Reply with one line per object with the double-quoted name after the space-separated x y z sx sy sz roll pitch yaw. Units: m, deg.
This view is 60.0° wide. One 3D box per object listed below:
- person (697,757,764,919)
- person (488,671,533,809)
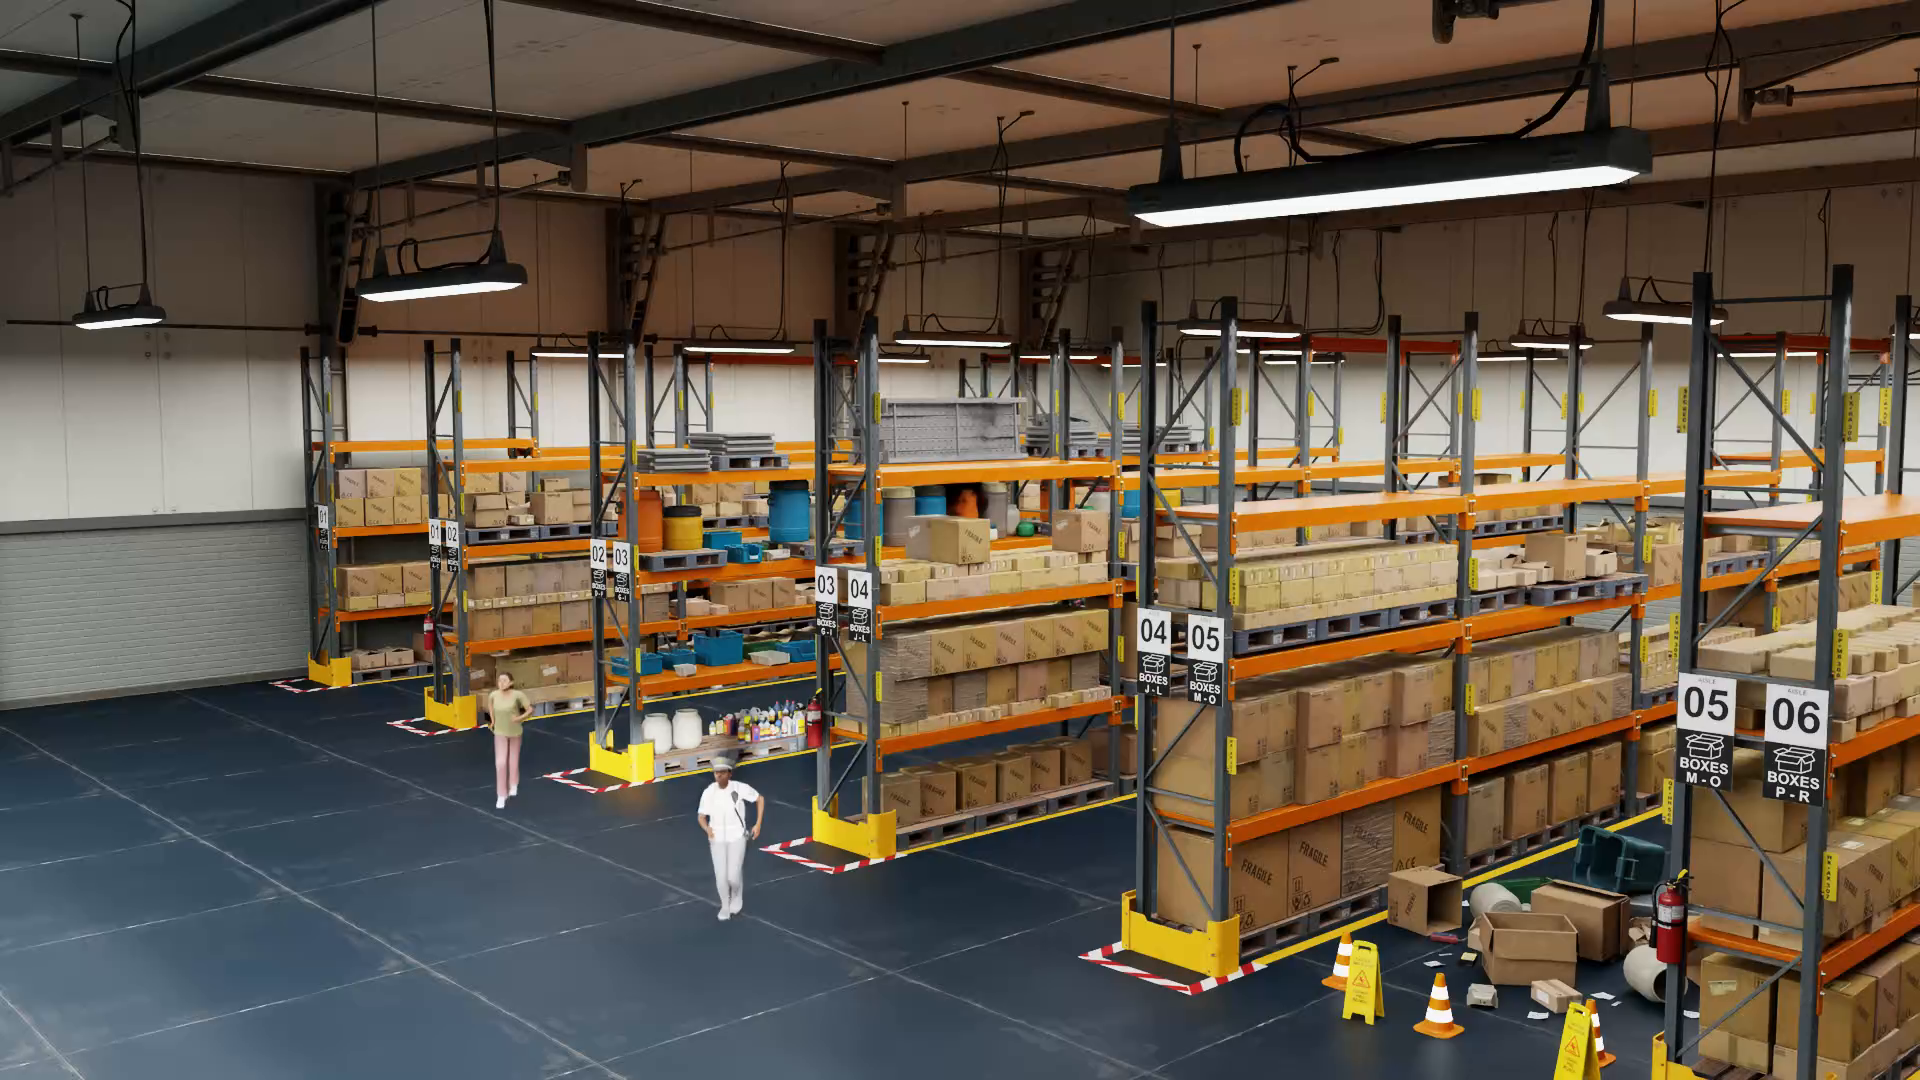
-2.242 2.914 16.160 0.606 1.658 0.735 0 5 5 "person"
-5.680 2.494 21.036 0.578 1.711 0.767 0 5 -5 "person"
